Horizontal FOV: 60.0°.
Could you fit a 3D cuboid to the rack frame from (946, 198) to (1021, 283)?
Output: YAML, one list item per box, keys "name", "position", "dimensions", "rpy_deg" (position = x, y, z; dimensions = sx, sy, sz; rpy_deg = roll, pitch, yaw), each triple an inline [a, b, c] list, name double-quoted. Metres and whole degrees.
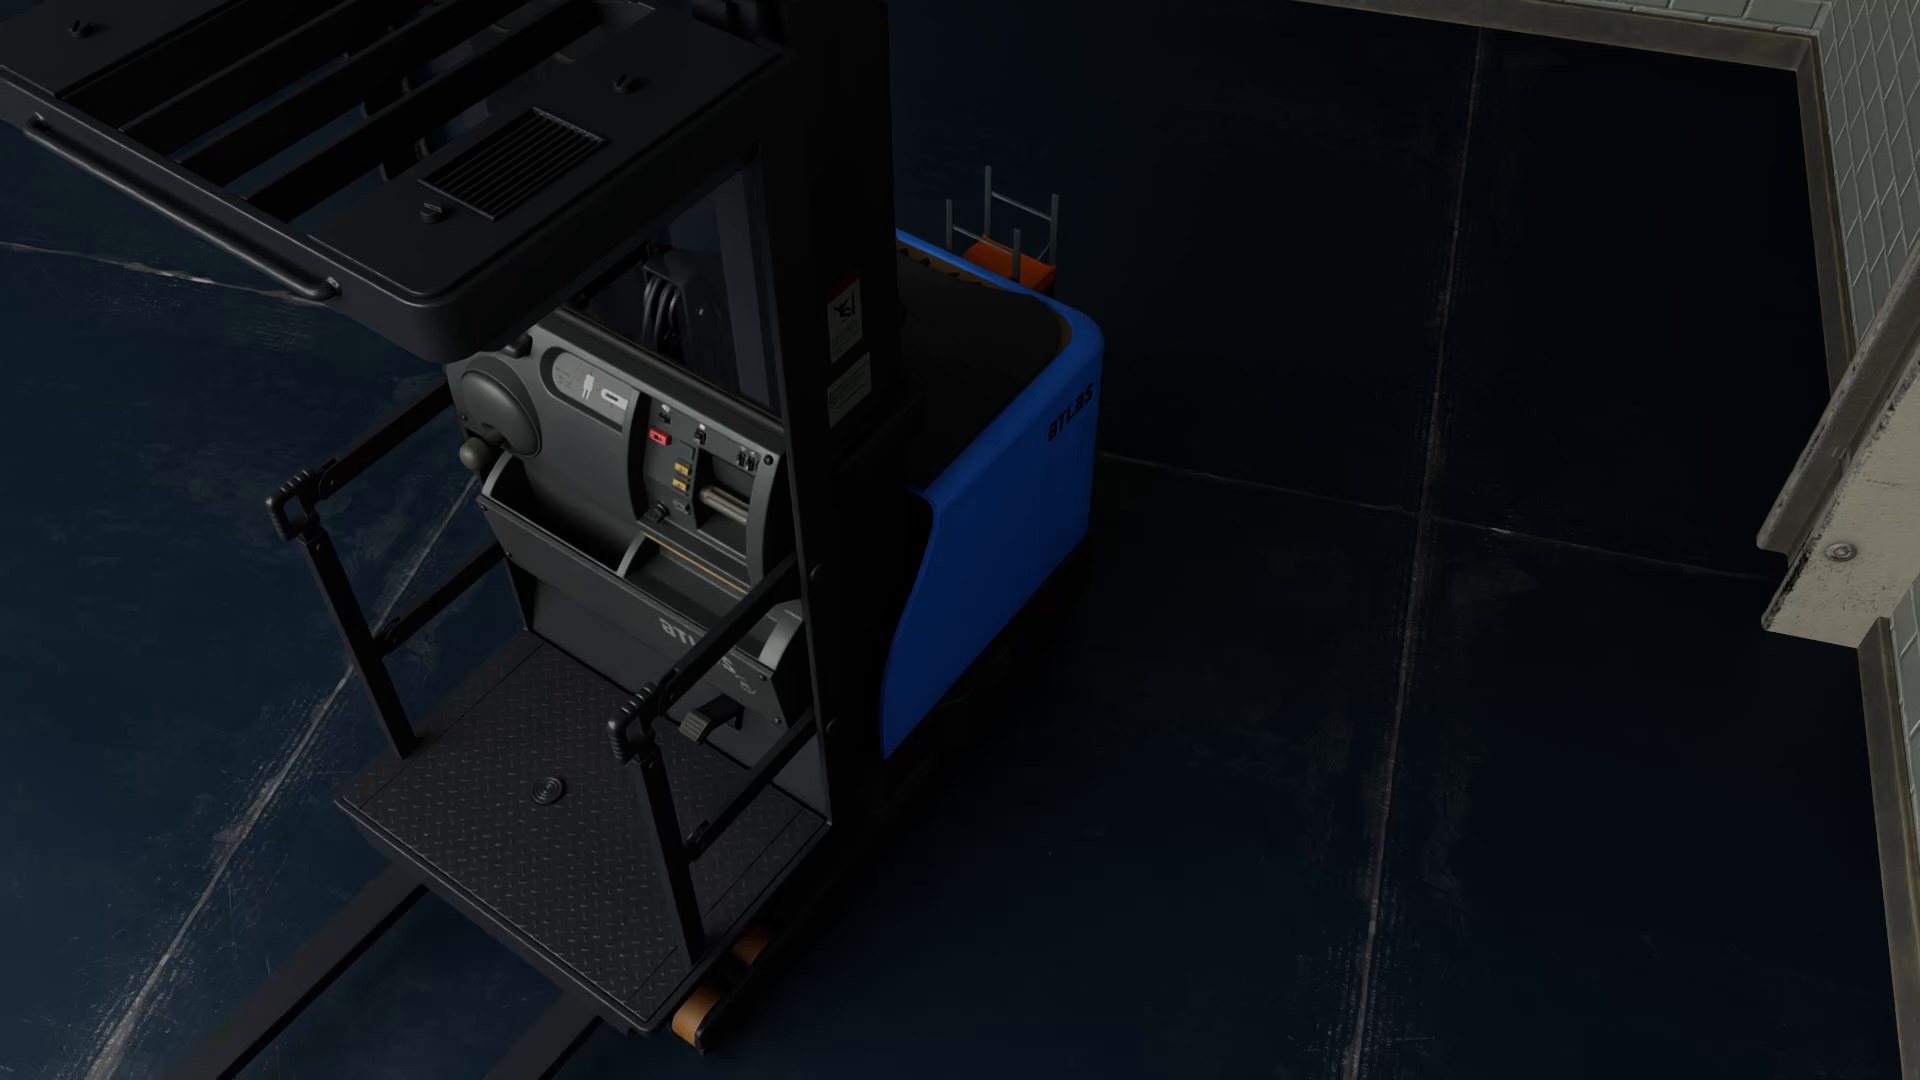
- name: "rack frame"
  position: [0.062, -0.465, 4.860]
  dimensions: [0.240, 1.200, 0.006]
  rpy_deg: [28, 54, 23]

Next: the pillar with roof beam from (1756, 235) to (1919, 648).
- name: "pillar with roof beam"
  position: [-1.534, -3.671, 2.488]
  dimensions: [9.100, 9.000, 0.400]
  rpy_deg: [12, 50, 10]

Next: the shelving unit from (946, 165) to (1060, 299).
- name: "shelving unit"
  position: [0.115, -0.521, 4.910]
  dimensions: [0.258, 1.200, 0.189]
  rpy_deg: [28, 54, 23]

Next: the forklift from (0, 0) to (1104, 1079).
- name: "forklift"
  position: [-0.874, -0.136, 3.415]
  dimensions: [1.130, 2.935, 3.031]
  rpy_deg: [28, 54, 23]

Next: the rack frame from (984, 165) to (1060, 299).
- name: "rack frame"
  position: [0.168, -0.577, 4.959]
  dimensions: [0.240, 1.200, 0.006]
  rpy_deg: [28, 54, 23]

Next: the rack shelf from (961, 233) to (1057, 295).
- name: "rack shelf"
  position: [0.115, -0.730, 4.673]
  dimensions: [0.258, 0.103, 0.180]
  rpy_deg: [28, 54, 23]
